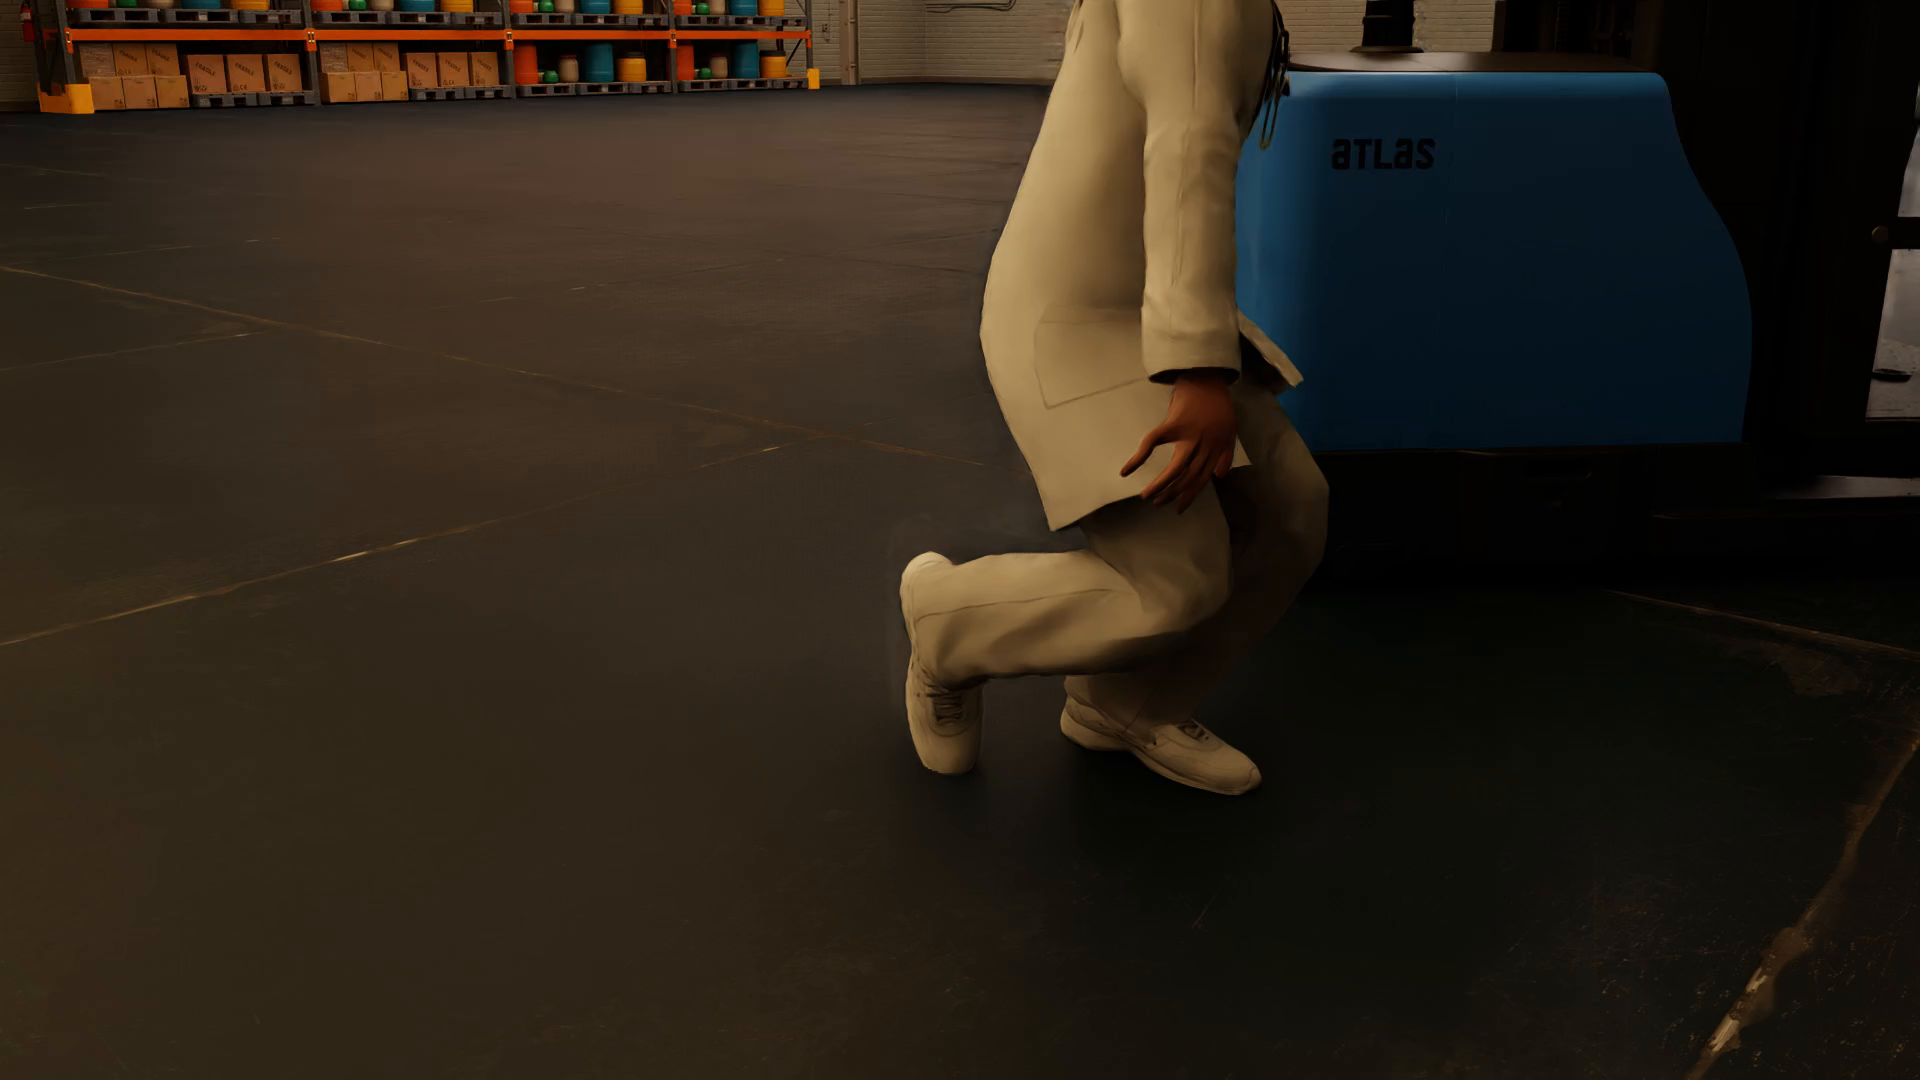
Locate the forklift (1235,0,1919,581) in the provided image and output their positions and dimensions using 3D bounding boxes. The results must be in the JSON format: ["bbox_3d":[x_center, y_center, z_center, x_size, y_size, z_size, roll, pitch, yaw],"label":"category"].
[{"bbox_3d":[2.074,-1.473,3.747,3.031,2.935,1.130,-2,17,-5],"label":"forklift"}]

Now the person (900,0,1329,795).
[{"bbox_3d":[0.224,-0.354,2.480,0.669,1.573,0.877,6,18,19],"label":"person"}]
